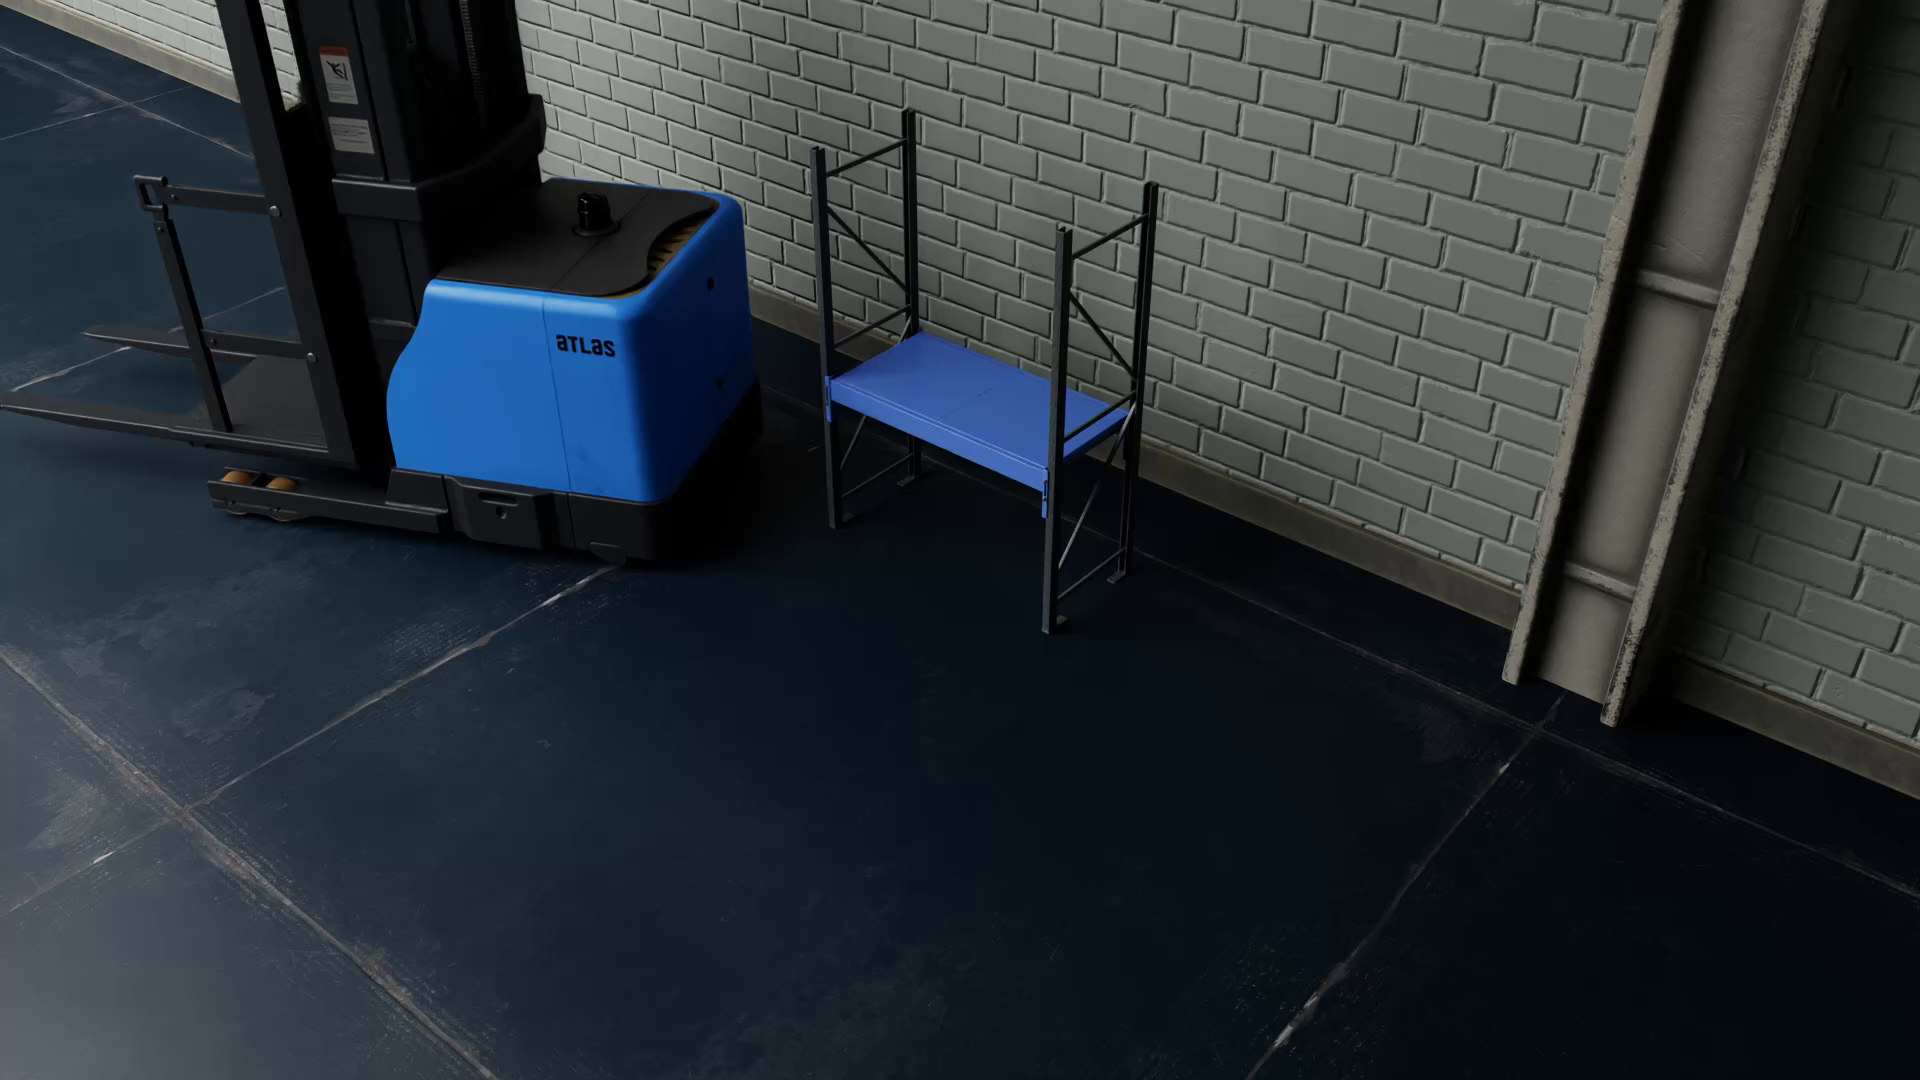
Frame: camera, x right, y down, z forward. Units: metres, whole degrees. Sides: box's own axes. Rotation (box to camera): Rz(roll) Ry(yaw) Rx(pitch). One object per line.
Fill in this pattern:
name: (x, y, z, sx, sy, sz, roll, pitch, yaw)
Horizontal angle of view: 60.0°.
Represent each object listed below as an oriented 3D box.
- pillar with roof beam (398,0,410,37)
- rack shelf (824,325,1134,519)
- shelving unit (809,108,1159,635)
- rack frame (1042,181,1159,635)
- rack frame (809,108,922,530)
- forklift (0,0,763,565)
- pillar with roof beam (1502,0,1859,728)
pillar with roof beam: (-5.302, -3.540, 3.456, 0.400, 9.000, 9.100, 25, 42, 32)
rack shelf: (0.066, -0.439, 5.882, 1.000, 0.185, 0.538, 25, 42, 32)
shelving unit: (0.066, -0.587, 5.780, 1.048, 1.500, 0.538, 25, 42, 32)
rack frame: (0.456, -0.403, 5.512, 0.032, 1.500, 0.500, 25, 42, 32)
rack frame: (-0.325, -0.771, 6.049, 0.032, 1.500, 0.500, 25, 42, 32)
forklift: (-2.376, -1.558, 5.930, 3.031, 2.935, 1.130, 8, 35, 11)
pillar with roof beam: (-0.691, -1.367, 0.292, 0.400, 9.000, 9.100, 25, 42, 32)
